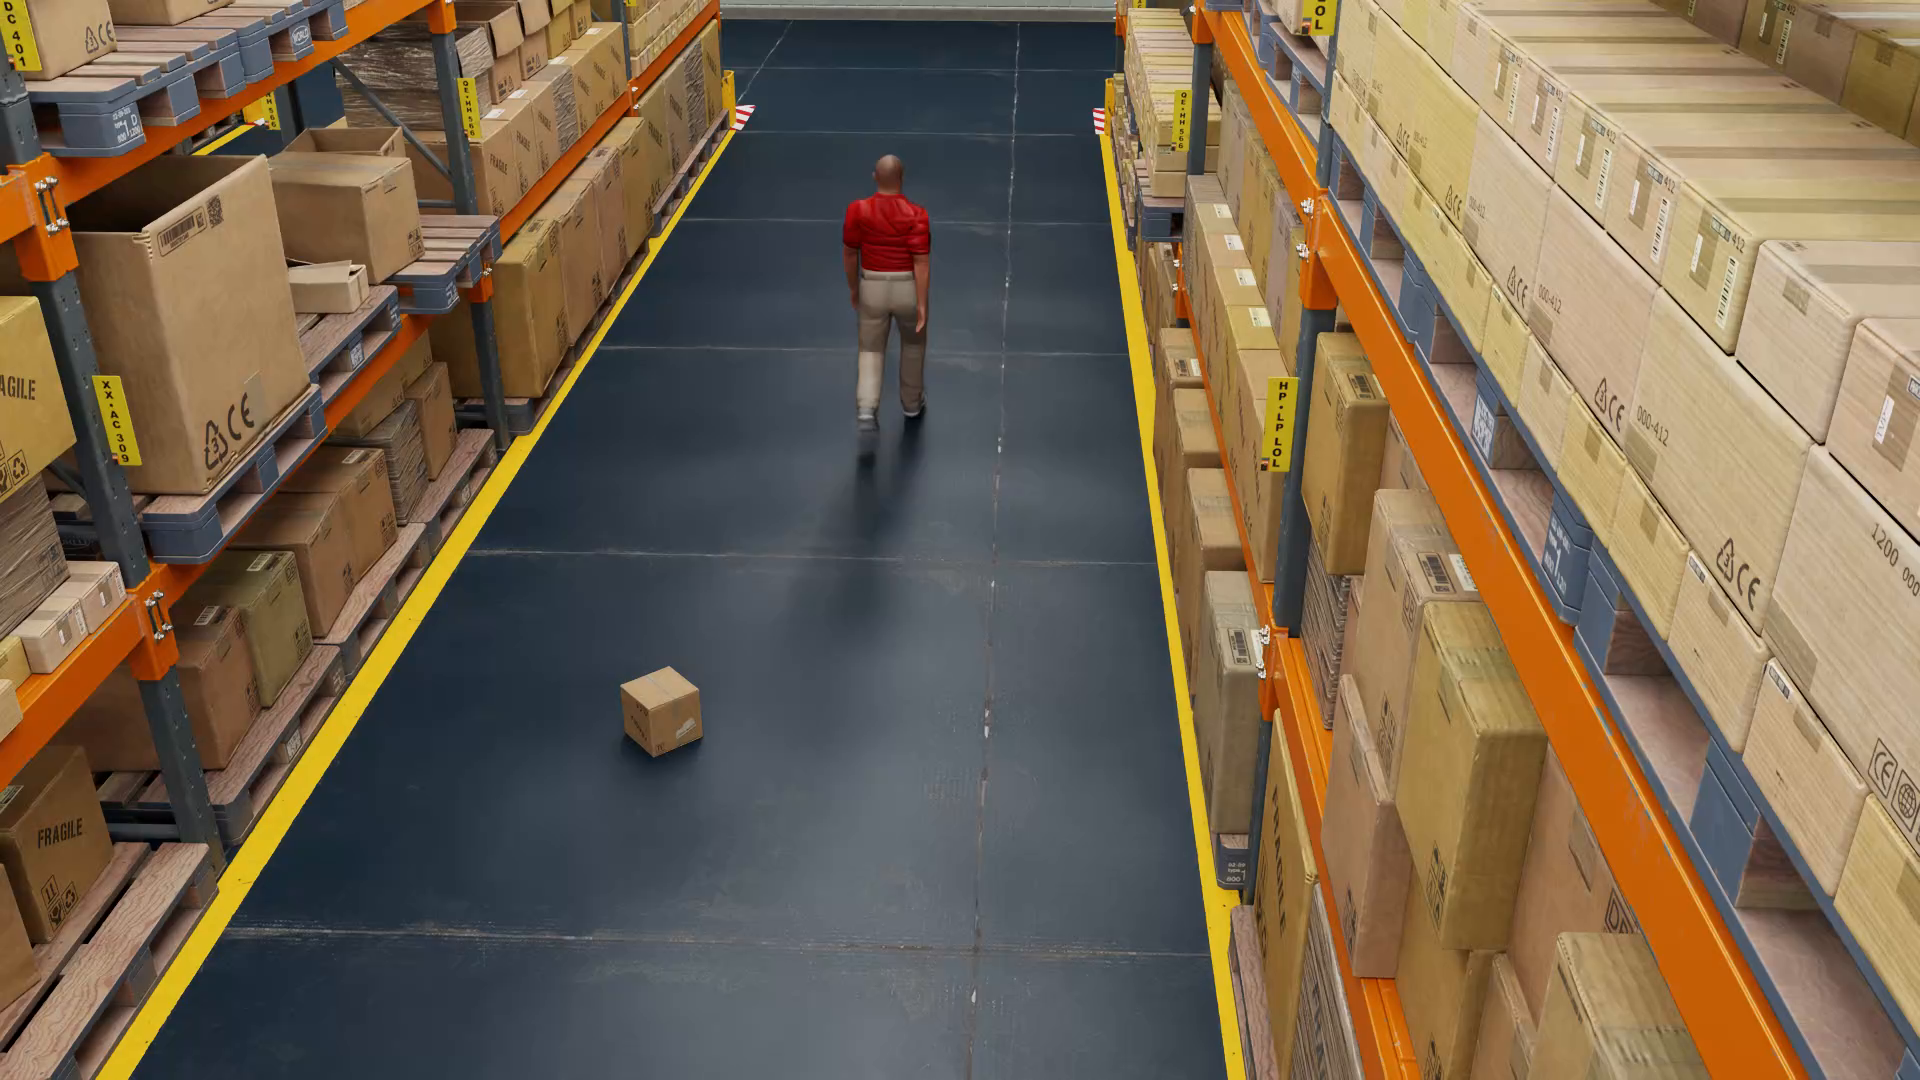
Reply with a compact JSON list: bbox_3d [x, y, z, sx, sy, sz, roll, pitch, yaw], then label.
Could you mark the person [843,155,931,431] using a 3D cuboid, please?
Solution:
[{"bbox_3d":[-0.423,-1.462,9.899,0.527,1.686,0.893,3,28,6],"label":"person"}]
